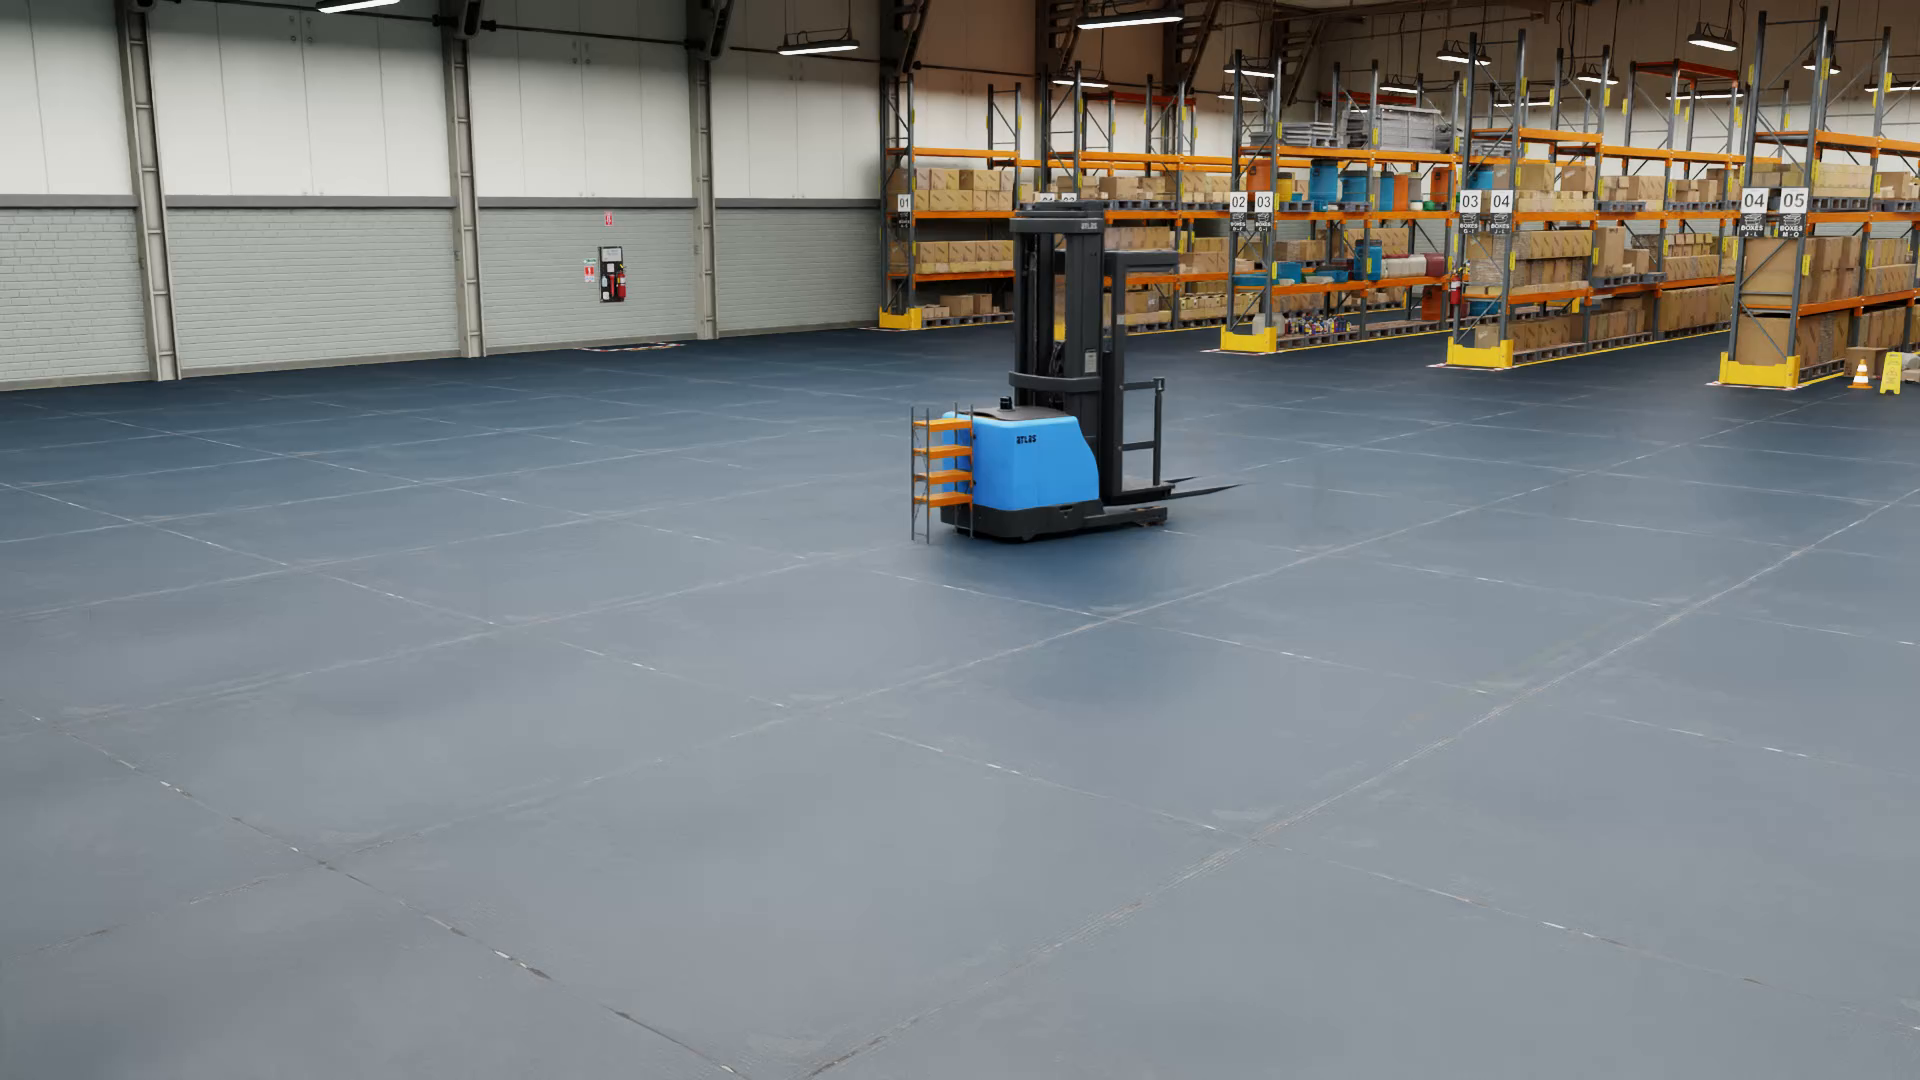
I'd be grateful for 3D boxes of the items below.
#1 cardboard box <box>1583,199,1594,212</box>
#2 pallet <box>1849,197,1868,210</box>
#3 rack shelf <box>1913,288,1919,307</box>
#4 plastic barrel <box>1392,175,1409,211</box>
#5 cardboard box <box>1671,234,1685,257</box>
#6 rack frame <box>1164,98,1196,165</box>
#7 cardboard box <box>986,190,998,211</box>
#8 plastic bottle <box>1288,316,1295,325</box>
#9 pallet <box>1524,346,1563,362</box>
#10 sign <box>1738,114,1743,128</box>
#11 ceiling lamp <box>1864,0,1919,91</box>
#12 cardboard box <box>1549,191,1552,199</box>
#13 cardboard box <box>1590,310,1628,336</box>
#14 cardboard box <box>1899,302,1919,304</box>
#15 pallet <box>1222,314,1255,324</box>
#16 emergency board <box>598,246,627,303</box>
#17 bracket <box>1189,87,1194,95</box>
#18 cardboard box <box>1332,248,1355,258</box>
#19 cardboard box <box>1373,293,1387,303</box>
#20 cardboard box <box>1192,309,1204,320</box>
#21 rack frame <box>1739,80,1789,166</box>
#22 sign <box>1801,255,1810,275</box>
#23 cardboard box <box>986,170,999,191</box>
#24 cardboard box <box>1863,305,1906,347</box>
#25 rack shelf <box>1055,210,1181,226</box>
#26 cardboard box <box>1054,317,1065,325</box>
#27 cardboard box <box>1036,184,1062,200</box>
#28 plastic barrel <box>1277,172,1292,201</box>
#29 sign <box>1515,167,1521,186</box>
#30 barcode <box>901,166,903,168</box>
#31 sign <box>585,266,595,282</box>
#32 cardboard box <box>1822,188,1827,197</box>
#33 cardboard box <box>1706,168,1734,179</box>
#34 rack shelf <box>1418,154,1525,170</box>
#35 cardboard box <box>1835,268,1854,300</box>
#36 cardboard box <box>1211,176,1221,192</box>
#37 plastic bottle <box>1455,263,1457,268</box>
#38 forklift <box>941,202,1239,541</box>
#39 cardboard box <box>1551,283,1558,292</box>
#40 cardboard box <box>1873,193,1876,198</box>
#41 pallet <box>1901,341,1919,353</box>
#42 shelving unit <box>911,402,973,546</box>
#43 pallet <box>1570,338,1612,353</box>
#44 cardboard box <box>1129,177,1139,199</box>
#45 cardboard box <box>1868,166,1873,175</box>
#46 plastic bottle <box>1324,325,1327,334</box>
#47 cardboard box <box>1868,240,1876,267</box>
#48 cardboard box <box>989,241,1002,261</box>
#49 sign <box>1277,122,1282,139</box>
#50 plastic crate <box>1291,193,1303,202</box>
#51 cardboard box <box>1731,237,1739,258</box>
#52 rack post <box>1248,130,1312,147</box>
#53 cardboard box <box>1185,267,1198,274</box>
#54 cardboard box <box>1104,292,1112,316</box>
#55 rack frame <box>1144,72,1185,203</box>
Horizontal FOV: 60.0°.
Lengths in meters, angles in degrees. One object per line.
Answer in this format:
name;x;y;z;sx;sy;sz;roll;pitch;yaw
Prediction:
cardboard box;12.185;-6.612;32.881;0.500;0.250;0.500;11;15;42
pallet;15.401;-5.967;29.498;1.003;0.211;1.213;10;15;40
rack shelf;19.910;-5.189;34.869;1.077;0.370;4.000;10;15;40
plastic barrel;10.073;-8.037;38.535;0.600;0.830;0.708;10;15;40
cardboard box;15.858;-6.646;37.509;0.797;0.503;0.637;10;15;42
rack frame;6.409;-11.355;48.589;1.000;3.000;0.127;10;15;40
cardboard box;0.637;-8.587;42.082;0.500;0.500;0.500;8;14;36
plastic bottle;7.197;-4.690;36.172;0.144;0.351;0.185;11;15;43
pallet;11.068;-3.664;32.517;1.003;0.211;1.213;10;15;40
sign;19.799;-10.631;42.173;0.100;0.325;0.005;10;15;40
ceiling lamp;23.888;-12.952;41.680;2.000;3.185;0.800;10;15;40
cardboard box;11.019;-6.560;31.603;0.380;0.149;0.250;10;15;40
cardboard box;13.778;-4.625;35.467;0.500;0.500;0.700;-11;15;-43
cardboard box;19.561;-4.740;34.181;0.500;0.250;0.500;10;15;40
pallet;6.919;-5.702;42.718;1.003;0.211;1.213;10;15;40
emergency board;-7.321;-5.621;35.197;0.194;1.169;0.643;10;15;40
bracket;6.762;-13.350;49.388;0.235;0.232;0.430;10;15;40
cardboard box;10.673;-7.862;46.162;0.500;0.500;0.500;10;15;42
cardboard box;11.949;-6.982;47.905;0.500;0.250;0.500;10;15;40
cardboard box;5.642;-5.556;40.820;0.500;0.250;0.500;10;15;42
rack frame;20.211;-10.023;41.916;1.000;3.000;0.127;10;15;40
sign;13.722;-4.461;26.977;0.100;0.325;0.005;10;15;40
cardboard box;0.645;-9.065;41.923;0.500;0.500;0.500;11;16;43
cardboard box;18.120;-4.272;33.115;1.050;0.750;0.750;10;15;40
rack shelf;3.531;-7.420;38.383;1.077;0.370;4.000;10;15;40
cardboard box;2.343;-4.983;37.948;0.500;0.250;0.500;10;15;40
cardboard box;2.363;-9.214;44.198;0.500;0.500;0.500;9;14;38
plastic barrel;6.586;-7.320;34.493;0.600;0.588;0.600;0;11;0
sign;10.057;-6.556;29.987;0.100;0.325;0.005;10;15;40
barcode;-1.420;-9.122;40.724;0.001;0.075;0.075;10;15;40
sign;-7.763;-5.571;34.853;0.001;0.329;0.234;10;15;40
cardboard box;14.109;-5.757;27.530;0.380;0.149;0.250;10;15;41
cardboard box;18.197;-8.772;39.818;0.500;0.250;0.500;9;14;37
rack shelf;12.530;-9.231;40.812;1.077;0.370;4.000;10;15;40
cardboard box;15.369;-4.593;29.665;0.875;0.550;0.550;10;15;40
cardboard box;7.424;-10.579;49.499;0.500;0.500;0.500;9;15;39
plastic bottle;11.990;-6.551;40.151;0.061;0.283;0.133;10;15;40
forklift;1.313;-1.635;15.413;3.031;2.935;1.130;-8;14;-35
cardboard box;11.368;-4.904;32.245;0.380;0.149;0.250;10;15;40
cardboard box;16.535;-6.376;30.331;0.258;0.266;0.396;9;15;39
pallet;19.107;-3.995;34.174;1.003;0.211;1.213;10;15;40
shelving unit;-0.155;-0.586;14.584;0.503;1.200;0.258;-9;14;-38
pallet;12.803;-4.062;34.512;1.003;0.211;1.213;10;15;40
cardboard box;3.669;-8.167;38.590;0.637;0.503;0.797;-10;15;-41
cardboard box;15.947;-6.558;29.505;0.380;0.149;0.250;10;15;40
plastic bottle;7.853;-4.547;35.839;0.097;0.201;0.097;0;11;0
cardboard box;16.611;-5.348;31.021;0.700;0.500;0.500;9;15;39
cardboard box;0.723;-7.357;42.303;0.500;0.500;0.500;10;15;40
sign;6.340;-8.135;32.998;0.100;0.325;0.005;10;15;40
plastic crate;6.962;-7.150;35.231;0.392;0.384;0.575;10;15;40
cardboard box;18.410;-7.041;40.015;0.500;0.500;0.500;10;15;40
rack post;6.524;-8.159;33.860;0.954;0.300;0.937;-10;15;-41
cardboard box;5.590;-6.577;40.625;0.380;0.149;0.250;10;15;40
cardboard box;3.381;-5.432;38.285;0.500;0.500;0.500;10;15;40
rack frame;4.851;-9.538;39.492;1.000;3.000;0.127;10;15;40
